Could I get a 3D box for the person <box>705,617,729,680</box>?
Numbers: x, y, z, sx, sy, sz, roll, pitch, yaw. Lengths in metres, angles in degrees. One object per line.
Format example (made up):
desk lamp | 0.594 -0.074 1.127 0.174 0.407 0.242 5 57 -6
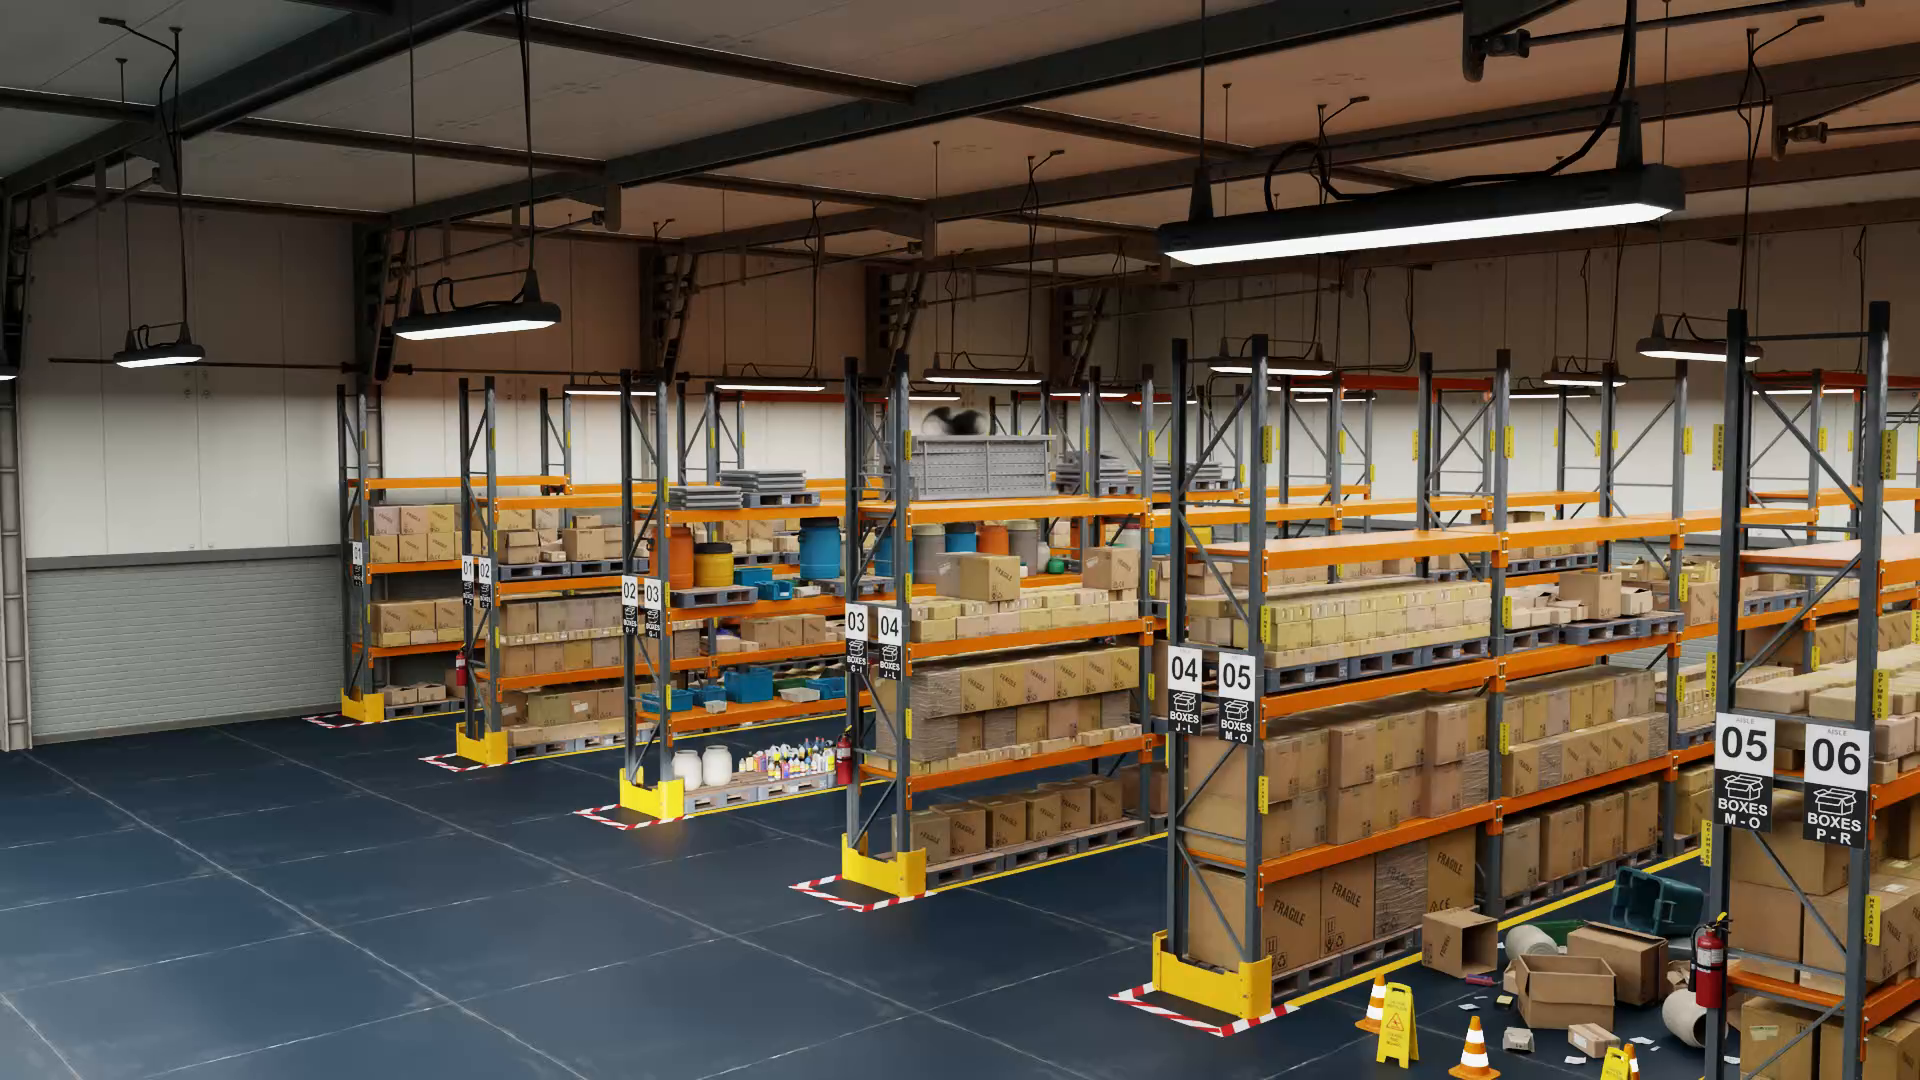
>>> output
person | -4.657 2.261 31.889 0.555 1.609 0.660 2 4 29
